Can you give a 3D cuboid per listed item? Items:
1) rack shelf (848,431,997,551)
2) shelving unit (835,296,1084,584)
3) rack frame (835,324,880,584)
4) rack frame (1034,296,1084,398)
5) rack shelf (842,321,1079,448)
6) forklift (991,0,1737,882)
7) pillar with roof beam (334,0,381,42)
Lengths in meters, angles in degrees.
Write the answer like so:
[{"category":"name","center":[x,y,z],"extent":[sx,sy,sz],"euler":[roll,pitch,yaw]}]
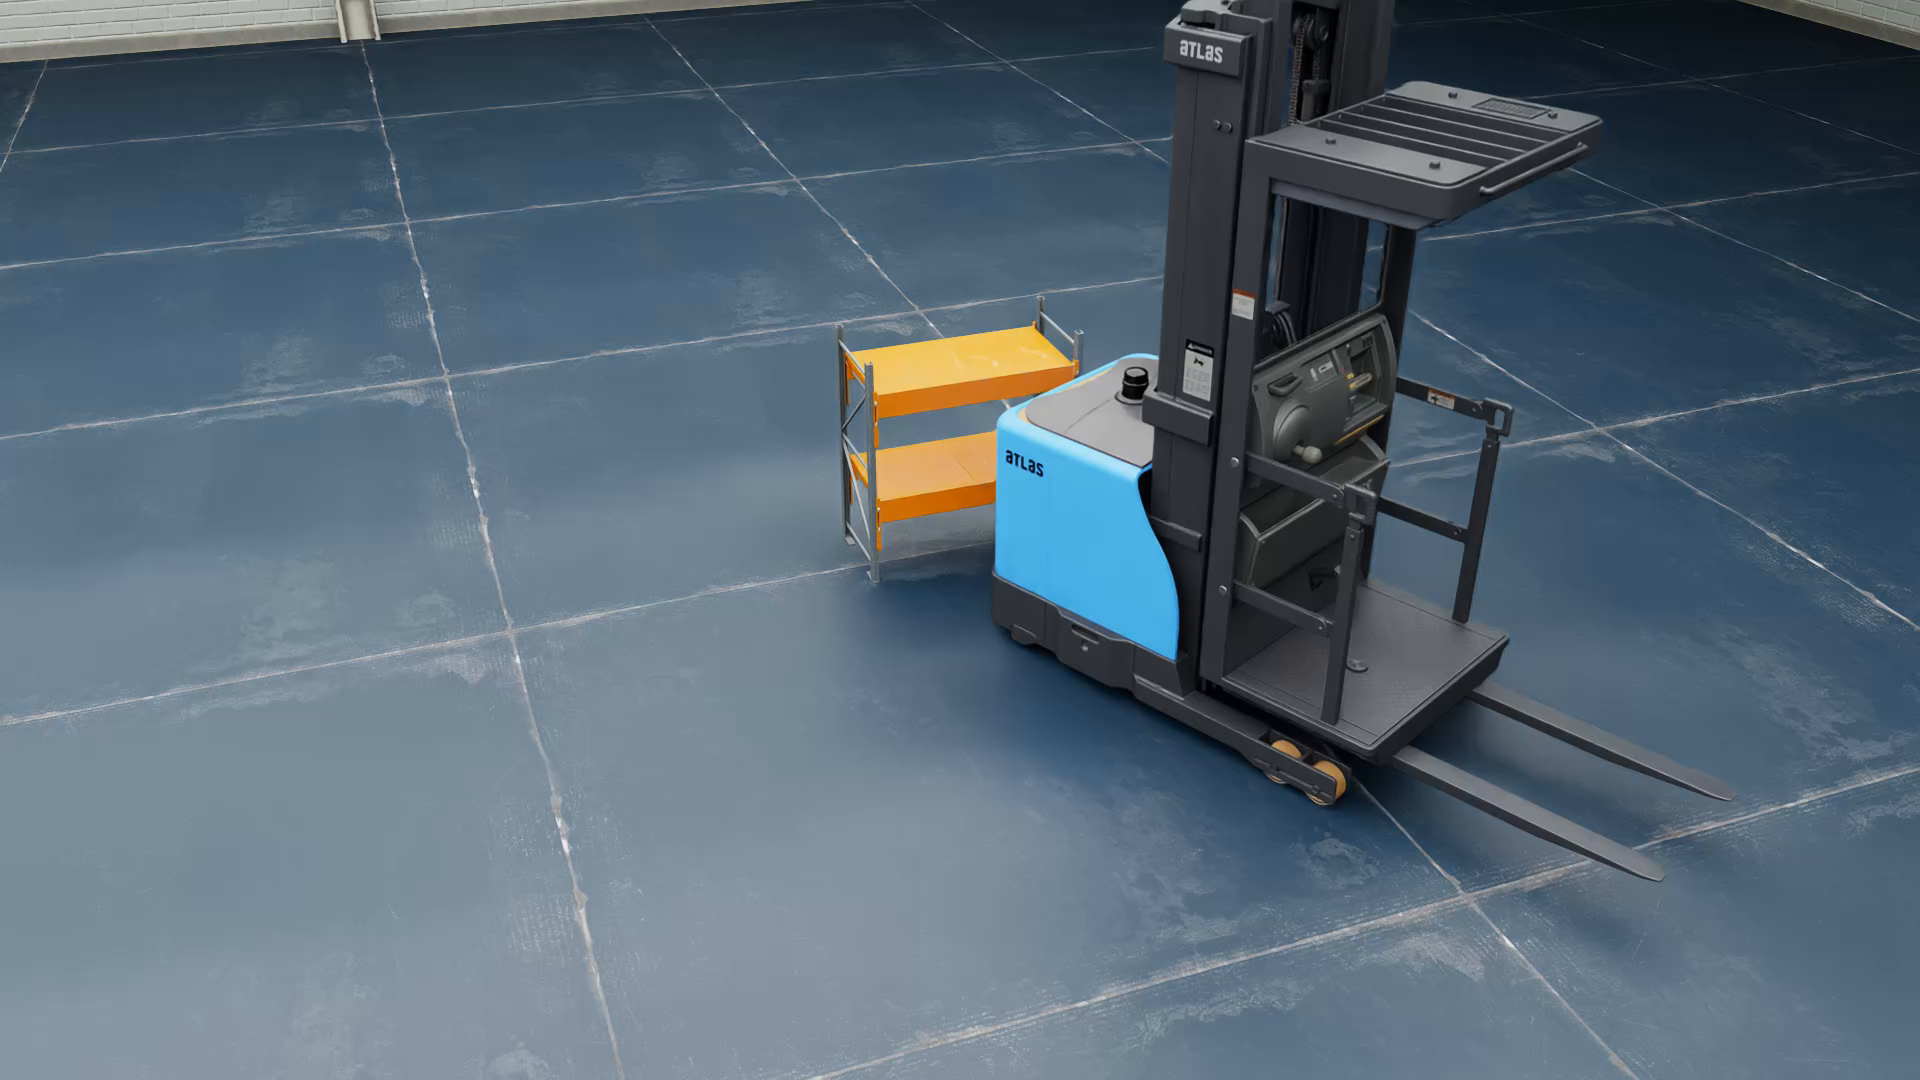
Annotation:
[{"category":"rack shelf","center":[-0.006,-0.275,8.091],"extent":[1.000,0.278,0.538],"euler":[-10,31,-18]},{"category":"shelving unit","center":[-0.006,-0.488,7.969],"extent":[1.048,1.125,0.538],"euler":[-10,31,-18]},{"category":"rack frame","center":[-0.483,-0.400,7.815],"extent":[0.032,1.125,0.500],"euler":[-10,31,-18]},{"category":"rack frame","center":[0.470,-0.575,8.124],"extent":[0.032,1.125,0.500],"euler":[-10,31,-18]},{"category":"rack shelf","center":[-0.006,-0.742,7.825],"extent":[1.000,0.278,0.538],"euler":[-10,31,-18]},{"category":"forklift","center":[1.552,-0.539,6.235],"extent":[3.031,2.935,1.130],"euler":[25,38,37]},{"category":"pillar with roof beam","center":[-4.829,-7.216,11.825],"extent":[0.400,9.000,9.100],"euler":[-10,31,-18]}]
